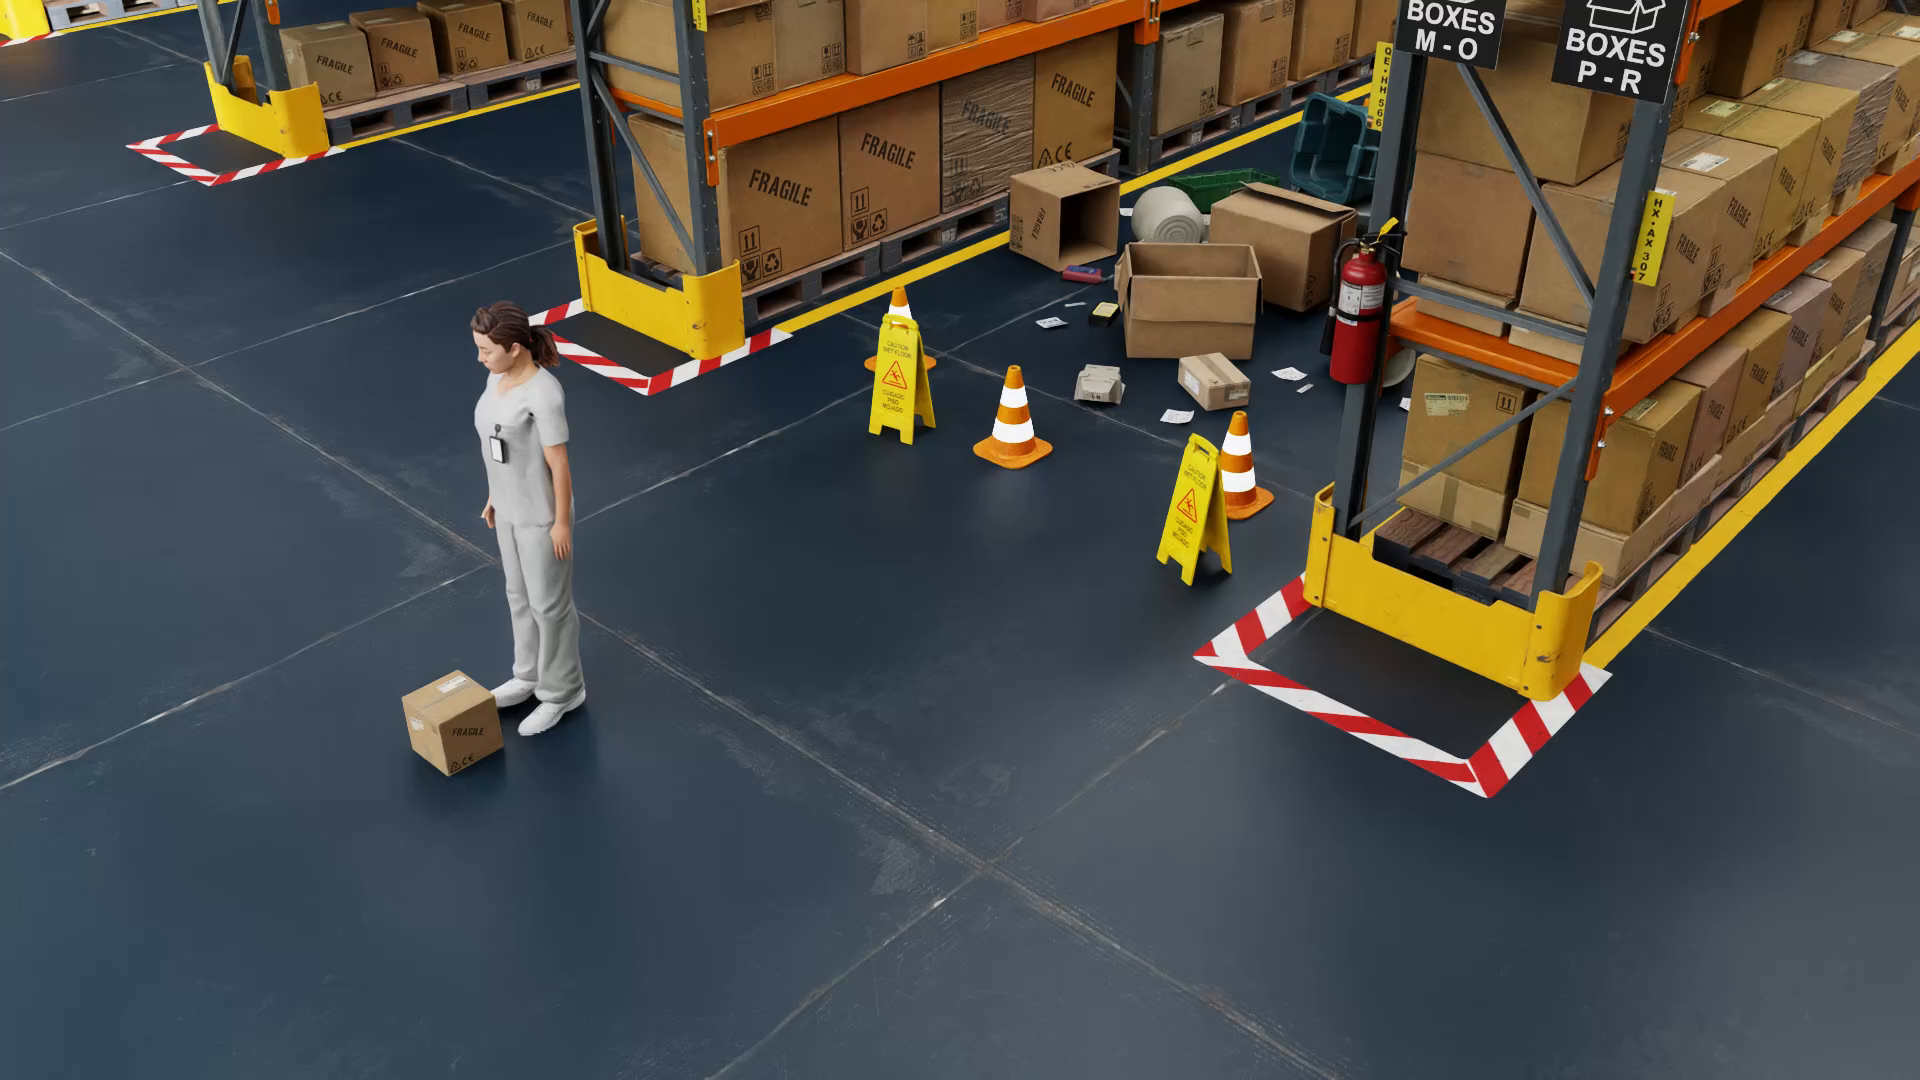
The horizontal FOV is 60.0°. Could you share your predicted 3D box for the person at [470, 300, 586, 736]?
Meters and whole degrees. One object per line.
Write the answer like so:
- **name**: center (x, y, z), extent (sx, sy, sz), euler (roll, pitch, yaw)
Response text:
- **person**: center (-1.644, -0.090, 6.270), extent (0.475, 1.711, 0.473), euler (-25, 39, -35)
